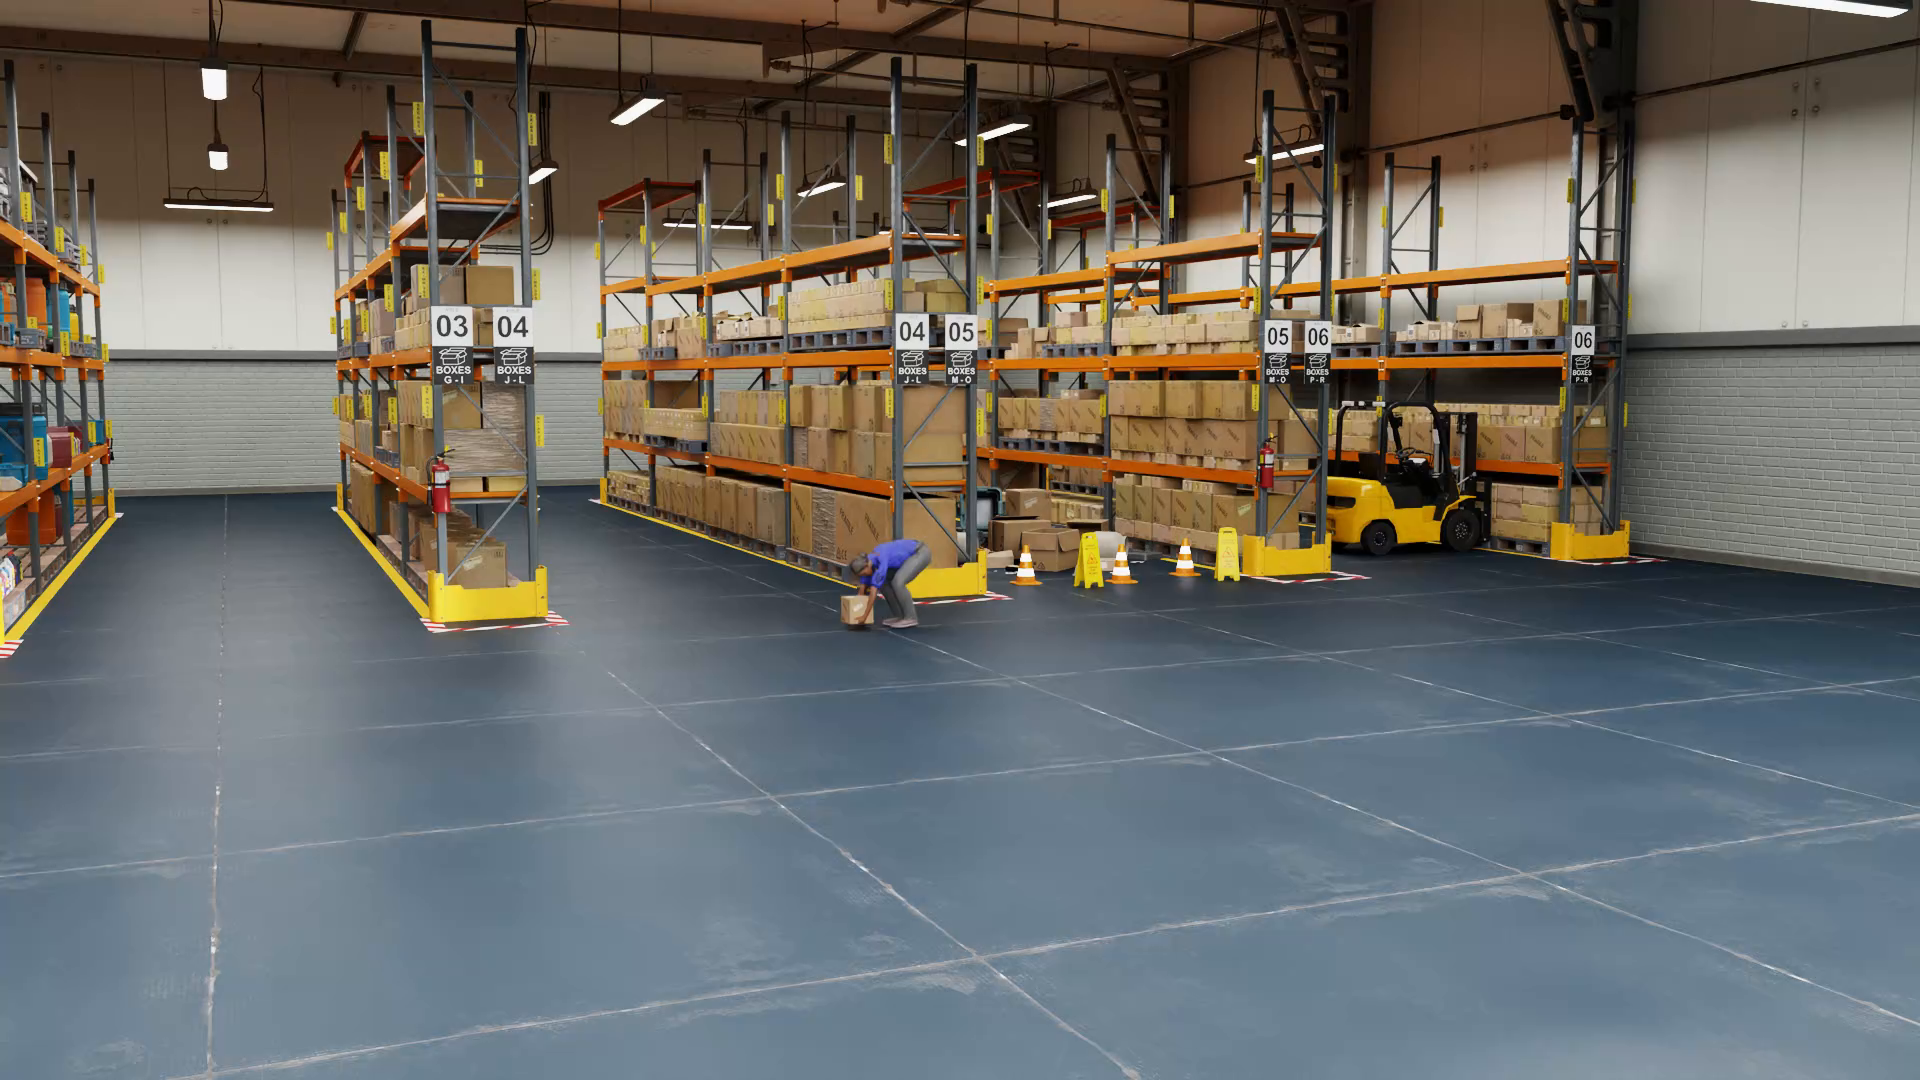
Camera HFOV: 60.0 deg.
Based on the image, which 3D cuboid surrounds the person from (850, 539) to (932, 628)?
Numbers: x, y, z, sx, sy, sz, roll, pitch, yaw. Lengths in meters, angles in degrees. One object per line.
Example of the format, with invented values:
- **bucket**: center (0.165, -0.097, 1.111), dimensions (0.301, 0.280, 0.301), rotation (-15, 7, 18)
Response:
- **person**: center (-0.706, 0.436, 16.585), dimensions (0.882, 0.876, 0.443), rotation (-3, 6, -26)
